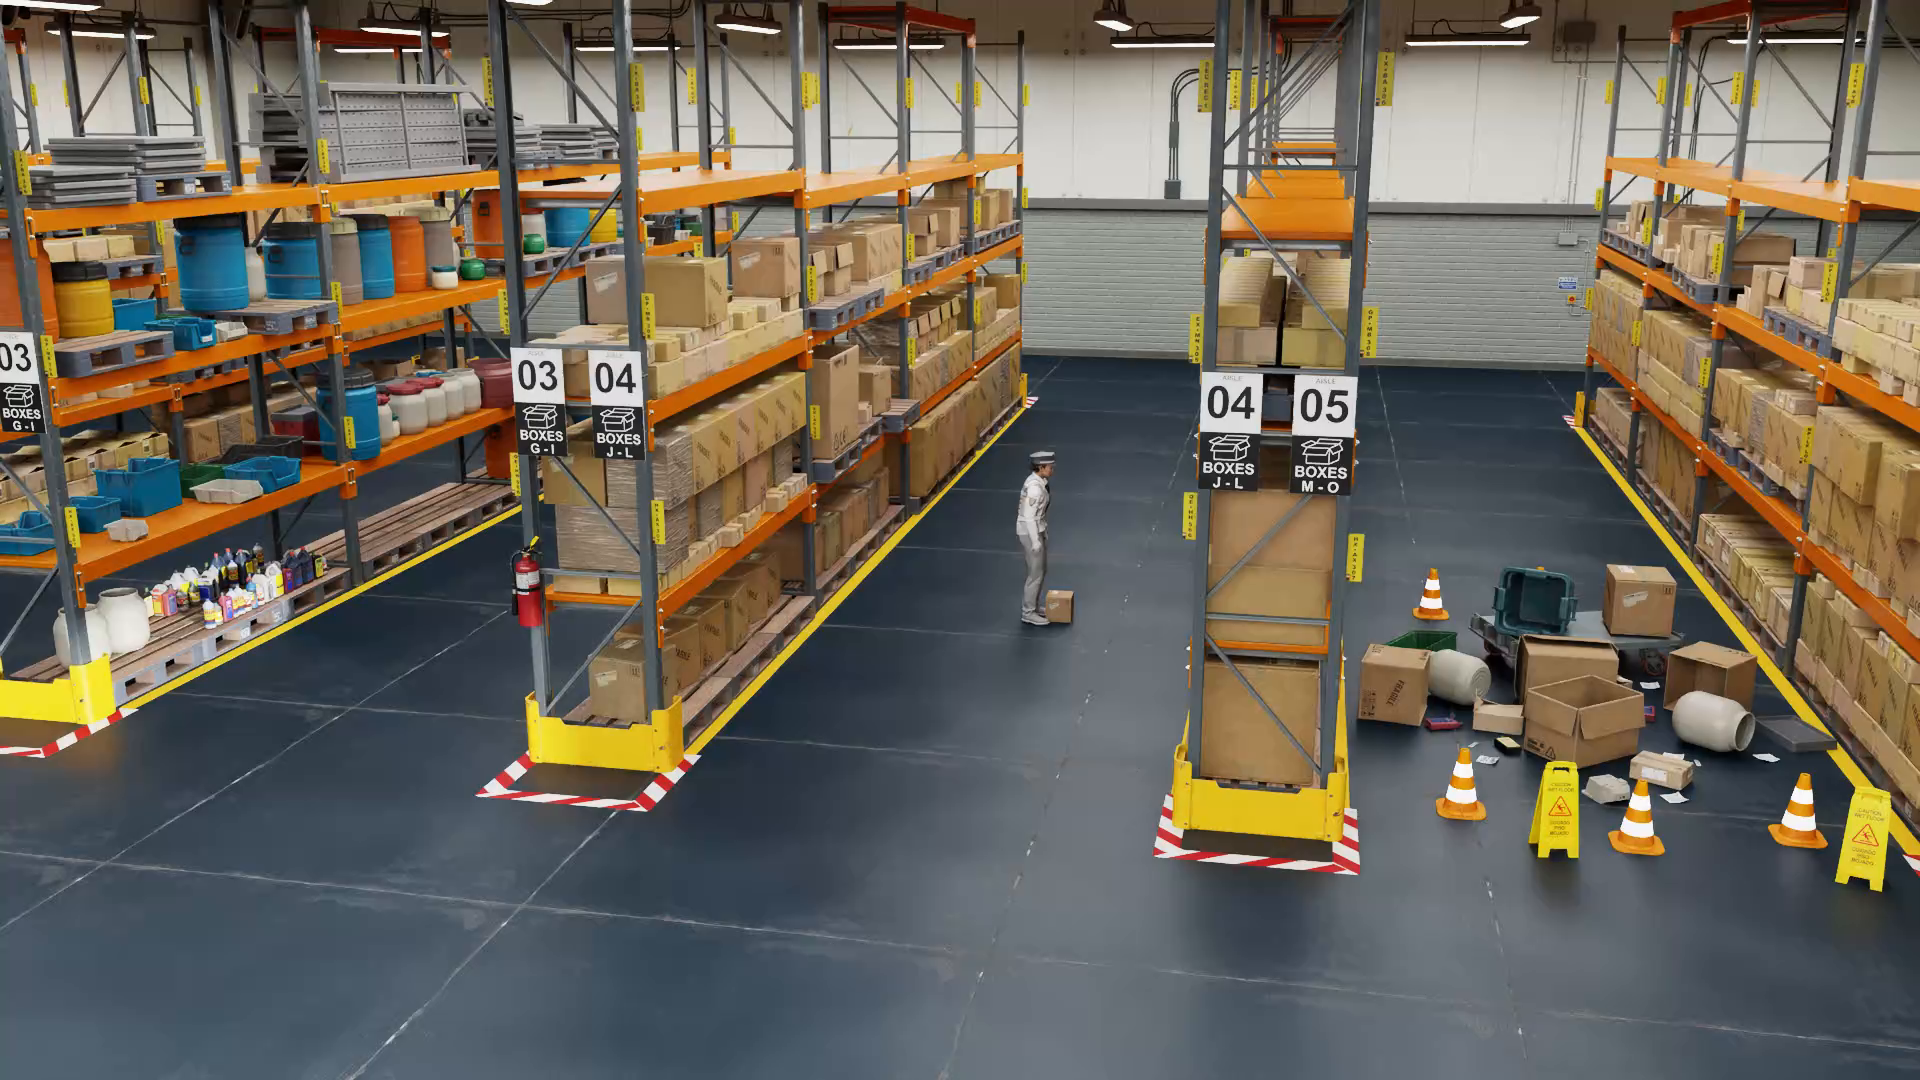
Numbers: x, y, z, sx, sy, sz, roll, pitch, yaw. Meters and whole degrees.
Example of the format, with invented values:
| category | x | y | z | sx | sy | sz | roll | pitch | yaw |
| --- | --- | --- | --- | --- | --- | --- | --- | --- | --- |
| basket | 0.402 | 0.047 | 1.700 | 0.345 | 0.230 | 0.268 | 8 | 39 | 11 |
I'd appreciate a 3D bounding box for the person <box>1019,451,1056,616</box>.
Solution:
| category | x | y | z | sx | sy | sz | roll | pitch | yaw |
| --- | --- | --- | --- | --- | --- | --- | --- | --- | --- |
| person | 0.750 | -0.068 | 16.145 | 0.342 | 1.600 | 0.503 | 3 | 15 | 10 |
